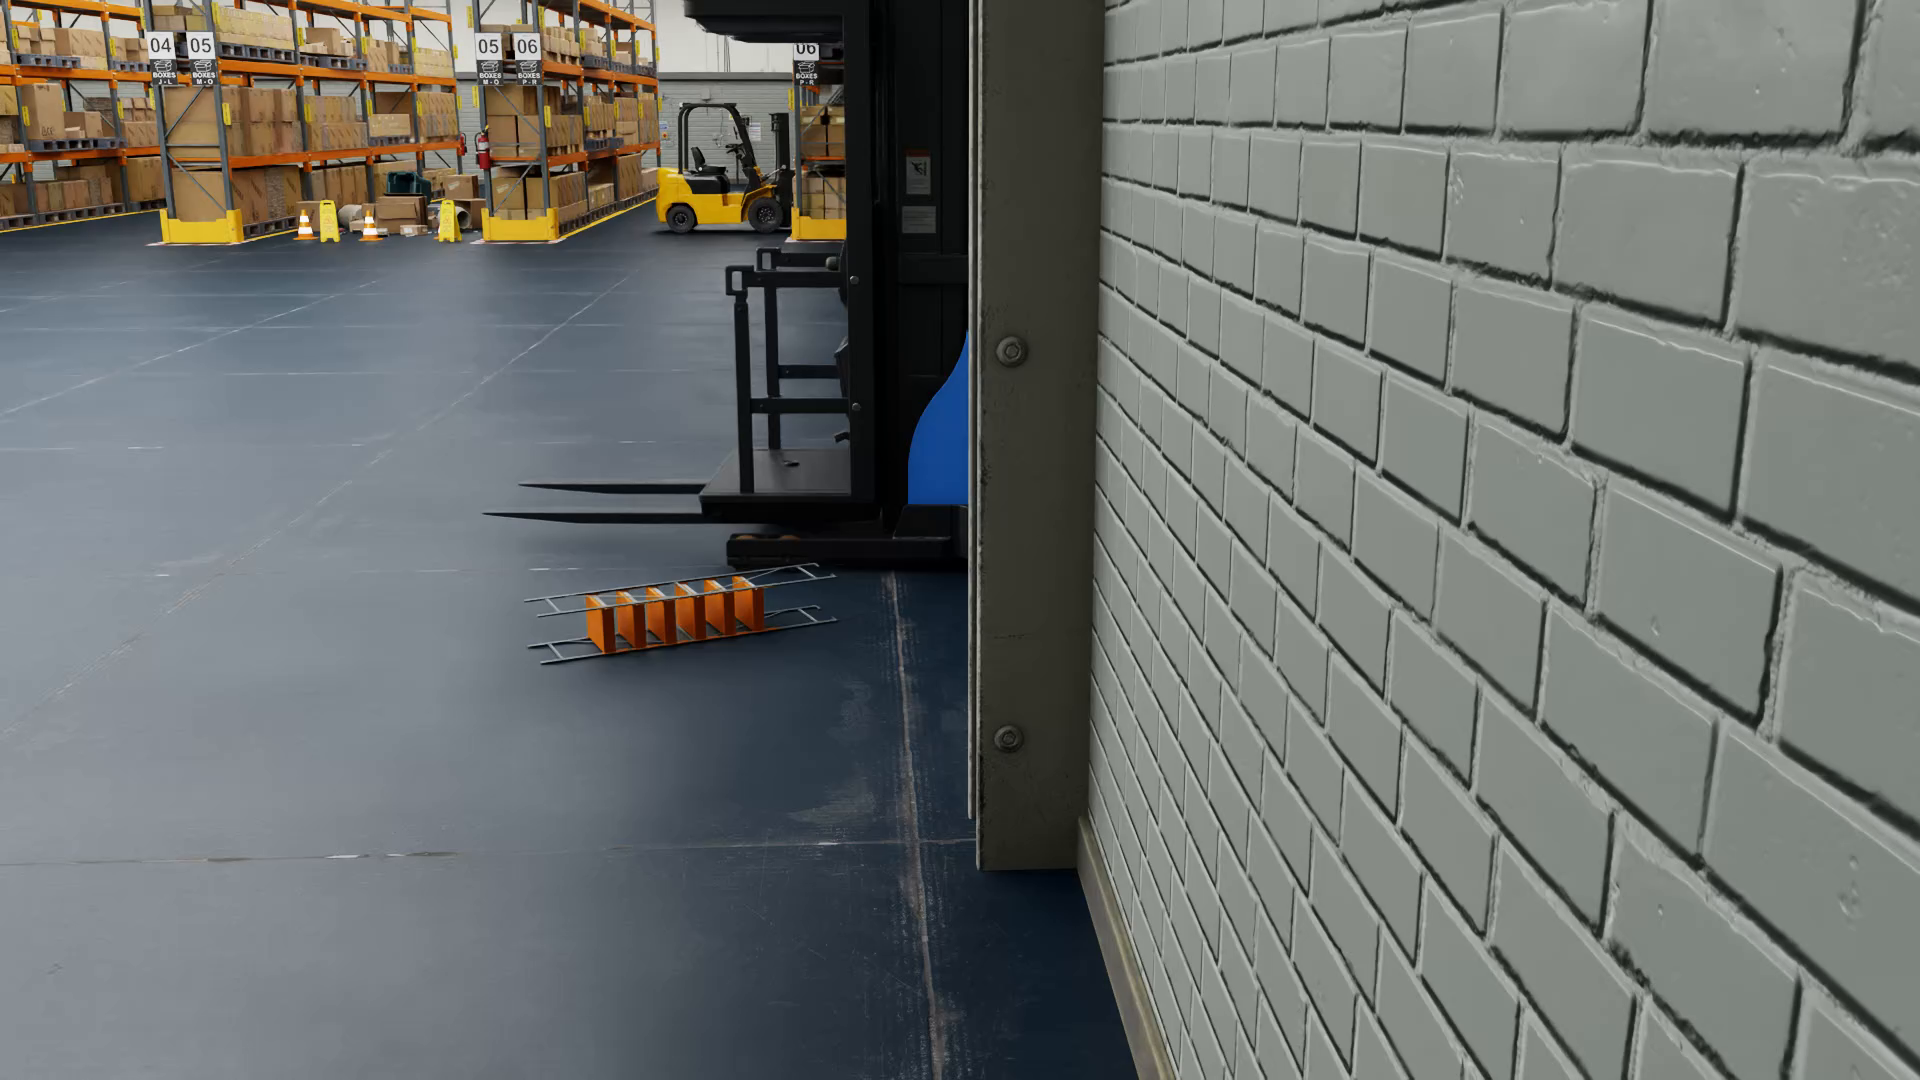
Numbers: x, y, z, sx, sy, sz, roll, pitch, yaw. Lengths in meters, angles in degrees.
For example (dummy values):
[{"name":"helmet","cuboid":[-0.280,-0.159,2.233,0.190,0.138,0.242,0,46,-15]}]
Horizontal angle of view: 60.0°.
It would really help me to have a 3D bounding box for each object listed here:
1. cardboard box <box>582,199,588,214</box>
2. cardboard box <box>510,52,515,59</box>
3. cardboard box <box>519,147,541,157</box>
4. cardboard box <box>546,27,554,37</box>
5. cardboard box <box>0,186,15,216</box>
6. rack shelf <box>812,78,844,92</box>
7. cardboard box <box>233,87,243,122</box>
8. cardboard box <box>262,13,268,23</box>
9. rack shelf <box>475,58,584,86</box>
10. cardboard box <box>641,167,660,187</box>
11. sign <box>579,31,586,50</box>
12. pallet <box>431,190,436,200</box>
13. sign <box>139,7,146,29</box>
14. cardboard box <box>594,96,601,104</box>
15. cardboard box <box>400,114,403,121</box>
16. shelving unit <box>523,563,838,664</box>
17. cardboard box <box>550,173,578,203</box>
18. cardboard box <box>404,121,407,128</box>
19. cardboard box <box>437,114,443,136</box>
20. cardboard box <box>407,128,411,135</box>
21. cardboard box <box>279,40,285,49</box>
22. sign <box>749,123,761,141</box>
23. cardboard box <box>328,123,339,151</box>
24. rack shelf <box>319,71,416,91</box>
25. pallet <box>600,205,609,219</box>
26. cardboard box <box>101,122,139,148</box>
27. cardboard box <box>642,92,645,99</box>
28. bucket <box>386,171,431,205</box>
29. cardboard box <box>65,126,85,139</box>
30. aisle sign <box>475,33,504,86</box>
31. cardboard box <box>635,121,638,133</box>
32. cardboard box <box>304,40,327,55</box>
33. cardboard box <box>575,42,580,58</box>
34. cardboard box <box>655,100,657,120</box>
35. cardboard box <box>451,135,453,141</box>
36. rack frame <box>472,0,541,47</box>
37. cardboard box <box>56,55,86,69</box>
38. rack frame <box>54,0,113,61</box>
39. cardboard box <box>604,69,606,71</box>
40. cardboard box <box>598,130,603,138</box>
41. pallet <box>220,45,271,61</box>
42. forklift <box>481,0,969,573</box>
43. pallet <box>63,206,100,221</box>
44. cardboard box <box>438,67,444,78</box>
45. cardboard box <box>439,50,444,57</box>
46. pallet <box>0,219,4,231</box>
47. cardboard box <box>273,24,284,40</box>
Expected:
[{"name":"cardboard box","cuboid":[-7.050,-6.032,30.127,0.500,0.250,0.500,0,14,-1]},{"name":"cardboard box","cuboid":[-7.439,-7.852,27.008,0.380,0.149,0.250,0,14,-2]},{"name":"cardboard box","cuboid":[-6.921,-6.275,26.897,0.380,0.149,0.250,-1,14,-3]},{"name":"cardboard box","cuboid":[-6.852,-8.306,27.174,0.380,0.149,0.250,-1,14,-4]},{"name":"cardboard box","cuboid":[-17.261,-6.043,29.667,0.500,0.500,0.500,-1,14,-5]},{"name":"rack shelf","cuboid":[-2.773,-9.977,36.209,1.077,0.370,4.000,-1,14,-3]},{"name":"cardboard box","cuboid":[-12.152,-7.031,26.864,0.875,0.550,0.550,-1,14,-3]},{"name":"cardboard box","cuboid":[-11.871,-8.771,27.936,0.380,0.149,0.250,-1,14,-4]},{"name":"rack shelf","cuboid":[-7.231,-7.910,28.174,1.077,0.370,4.000,-1,14,-3]},{"name":"cardboard box","cuboid":[-7.958,-9.088,41.626,0.875,0.438,0.875,-1,14,-5]},{"name":"sign","cuboid":[-6.814,-9.017,29.993,0.100,0.325,0.005,-1,14,-3]},{"name":"pallet","cuboid":[-12.862,-8.007,38.724,1.003,0.211,1.213,-1,14,-3]},{"name":"sign","cuboid":[-12.584,-8.045,25.637,0.100,0.325,0.005,-1,14,-3]},{"name":"cardboard box","cuboid":[-7.220,-8.606,32.511,0.380,0.149,0.250,-2,15,-6]},{"name":"cardboard box","cuboid":[-12.533,-9.333,36.749,0.380,0.149,0.250,-1,14,-5]},{"name":"shelving unit","cuboid":[-1.083,0.279,6.552,1.200,0.189,0.258,-7,16,-26]},{"name":"cardboard box","cuboid":[-6.984,-6.142,29.048,0.500,0.500,0.500,0,14,0]},{"name":"cardboard box","cuboid":[-12.545,-9.256,37.044,0.380,0.149,0.250,-1,14,-3]},{"name":"cardboard box","cuboid":[-12.659,-9.893,39.657,0.500,0.500,0.500,0,14,-1]},{"name":"cardboard box","cuboid":[-12.563,-9.177,37.337,0.380,0.149,0.250,-1,14,-5]},{"name":"cardboard box","cuboid":[-11.914,-8.572,28.763,0.380,0.149,0.250,-1,14,-3]},{"name":"sign","cuboid":[-5.885,-11.699,47.666,0.329,0.494,0.001,-1,14,-3]},{"name":"cardboard box","cuboid":[-12.113,-7.635,31.480,0.500,0.500,0.500,-1,14,-4]},{"name":"rack shelf","cuboid":[-12.661,-9.798,35.512,1.077,0.370,4.000,-1,14,-3]},{"name":"pallet","cuboid":[-7.483,-6.451,32.674,1.003,0.211,1.213,-1,14,-3]},{"name":"cardboard box","cuboid":[-17.252,-8.319,34.137,0.500,0.500,0.500,0,14,-2]},{"name":"cardboard box","cuboid":[-7.643,-10.478,39.221,0.380,0.149,0.250,-1,14,-5]},{"name":"bucket","cuboid":[-9.980,-6.354,30.222,0.726,0.611,0.620,4,5,16]},{"name":"cardboard box","cuboid":[-17.121,-7.873,32.032,0.396,0.266,0.258,-1,14,-5]},{"name":"aisle sign","cuboid":[-7.393,-7.548,26.124,0.394,0.787,0.004,-1,14,-3]},{"name":"cardboard box","cuboid":[-7.580,-9.357,37.669,0.500,0.250,0.500,-1,14,-3]},{"name":"cardboard box","cuboid":[-12.194,-9.310,31.397,0.396,0.266,0.258,-1,14,-3]},{"name":"cardboard box","cuboid":[-7.059,-8.721,29.587,0.500,0.250,0.500,-1,14,-4]},{"name":"cardboard box","cuboid":[-7.831,-10.704,41.402,0.500,0.500,0.500,0,14,-2]},{"name":"cardboard box","cuboid":[-12.752,-9.925,41.087,0.380,0.149,0.250,-1,14,-4]},{"name":"rack frame","cuboid":[-7.107,-9.214,25.778,1.000,3.000,0.127,-1,14,-3]},{"name":"cardboard box","cuboid":[-17.147,-9.163,31.899,0.500,0.250,0.500,0,14,-2]},{"name":"rack frame","cuboid":[-17.494,-11.051,32.916,1.000,3.000,0.127,-1,14,-3]},{"name":"cardboard box","cuboid":[-7.374,-9.554,33.624,0.380,0.149,0.250,-1,14,-3]},{"name":"cardboard box","cuboid":[-7.127,-7.852,32.185,0.380,0.149,0.250,0,14,-1]},{"name":"pallet","cuboid":[-12.176,-8.105,27.666,1.003,0.211,1.213,-1,14,-3]},{"name":"forklift","cuboid":[-0.675,-1.405,7.605,3.031,2.935,1.130,0,14,1]},{"name":"pallet","cuboid":[-17.374,-6.298,32.079,1.003,0.211,1.213,-1,14,-3]},{"name":"cardboard box","cuboid":[-12.684,-11.207,39.844,0.500,0.250,0.500,0,14,-1]},{"name":"cardboard box","cuboid":[-12.660,-11.733,40.084,0.380,0.149,0.250,-1,14,-3]},{"name":"pallet","cuboid":[-17.090,-5.329,28.315,1.003,0.211,1.213,-1,14,-3]},{"name":"cardboard box","cuboid":[-11.971,-8.733,28.591,0.500,0.250,0.500,-1,14,-4]}]
